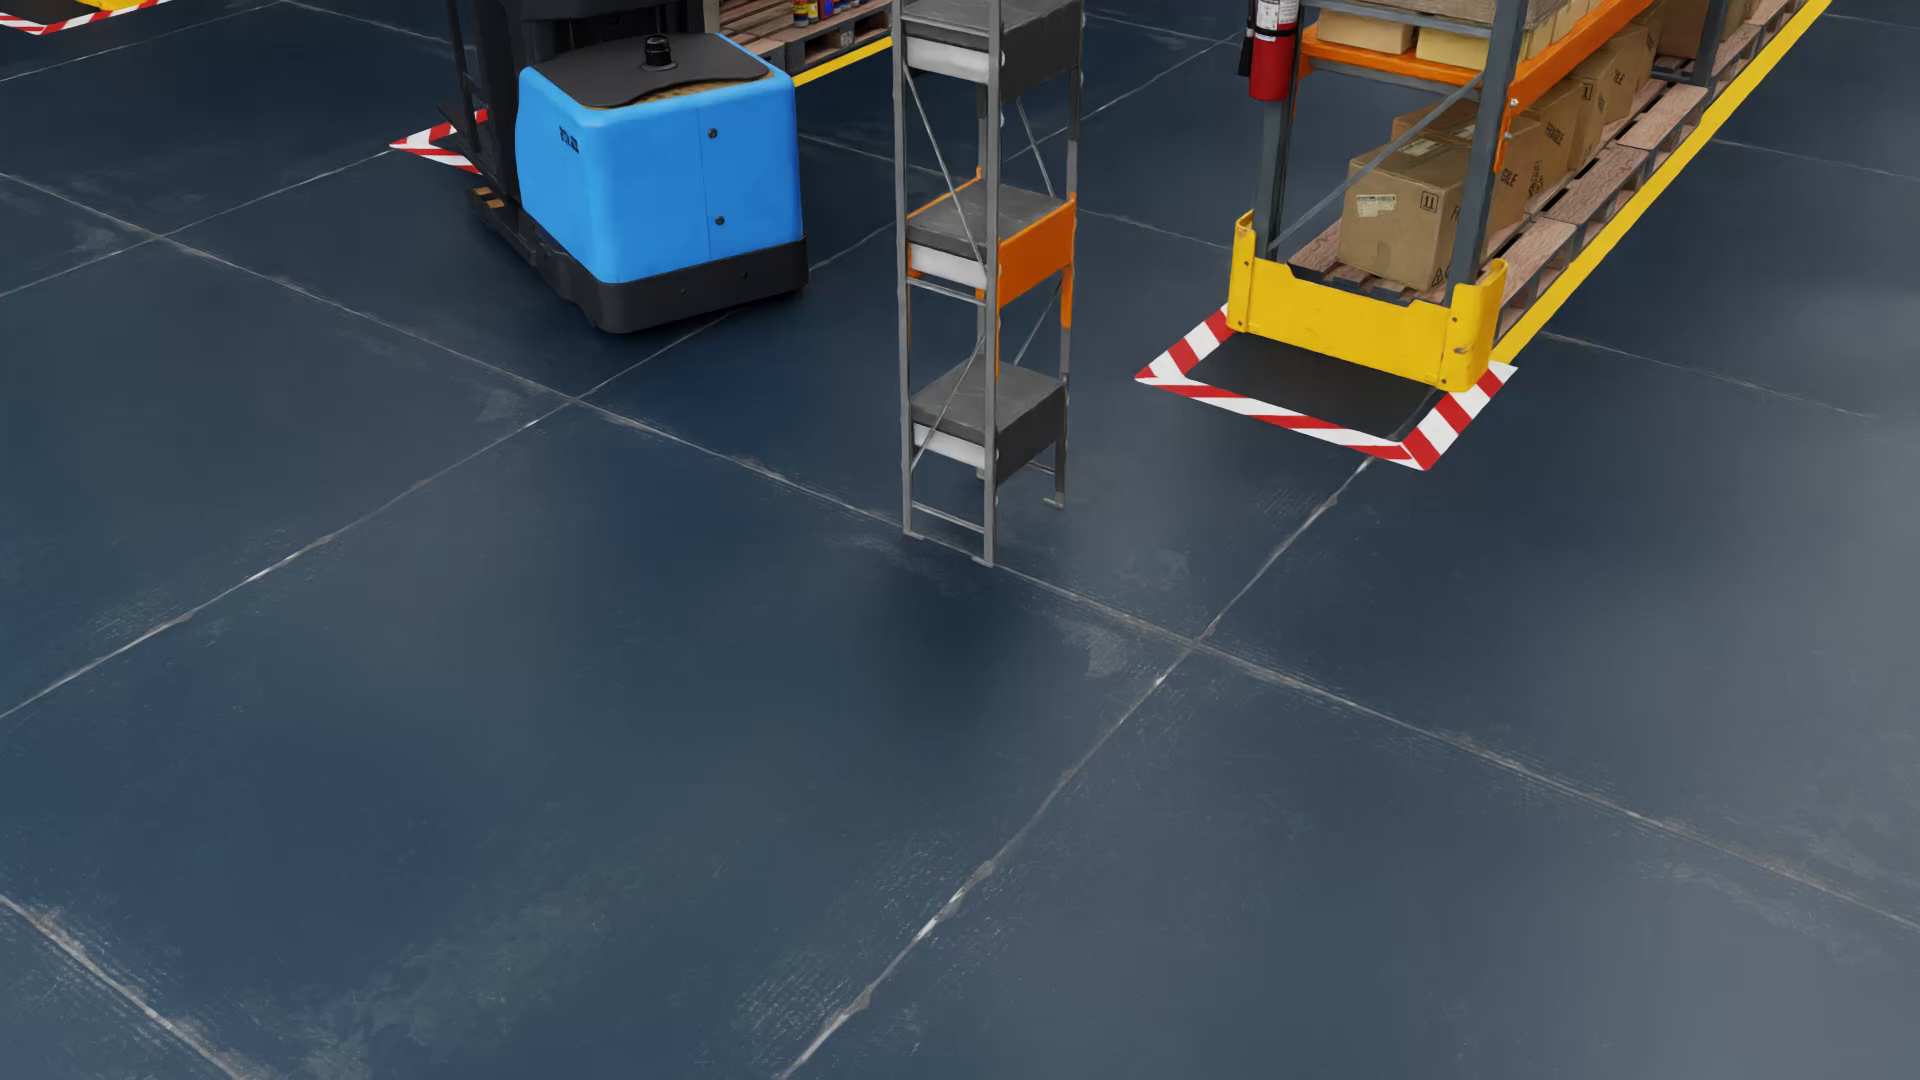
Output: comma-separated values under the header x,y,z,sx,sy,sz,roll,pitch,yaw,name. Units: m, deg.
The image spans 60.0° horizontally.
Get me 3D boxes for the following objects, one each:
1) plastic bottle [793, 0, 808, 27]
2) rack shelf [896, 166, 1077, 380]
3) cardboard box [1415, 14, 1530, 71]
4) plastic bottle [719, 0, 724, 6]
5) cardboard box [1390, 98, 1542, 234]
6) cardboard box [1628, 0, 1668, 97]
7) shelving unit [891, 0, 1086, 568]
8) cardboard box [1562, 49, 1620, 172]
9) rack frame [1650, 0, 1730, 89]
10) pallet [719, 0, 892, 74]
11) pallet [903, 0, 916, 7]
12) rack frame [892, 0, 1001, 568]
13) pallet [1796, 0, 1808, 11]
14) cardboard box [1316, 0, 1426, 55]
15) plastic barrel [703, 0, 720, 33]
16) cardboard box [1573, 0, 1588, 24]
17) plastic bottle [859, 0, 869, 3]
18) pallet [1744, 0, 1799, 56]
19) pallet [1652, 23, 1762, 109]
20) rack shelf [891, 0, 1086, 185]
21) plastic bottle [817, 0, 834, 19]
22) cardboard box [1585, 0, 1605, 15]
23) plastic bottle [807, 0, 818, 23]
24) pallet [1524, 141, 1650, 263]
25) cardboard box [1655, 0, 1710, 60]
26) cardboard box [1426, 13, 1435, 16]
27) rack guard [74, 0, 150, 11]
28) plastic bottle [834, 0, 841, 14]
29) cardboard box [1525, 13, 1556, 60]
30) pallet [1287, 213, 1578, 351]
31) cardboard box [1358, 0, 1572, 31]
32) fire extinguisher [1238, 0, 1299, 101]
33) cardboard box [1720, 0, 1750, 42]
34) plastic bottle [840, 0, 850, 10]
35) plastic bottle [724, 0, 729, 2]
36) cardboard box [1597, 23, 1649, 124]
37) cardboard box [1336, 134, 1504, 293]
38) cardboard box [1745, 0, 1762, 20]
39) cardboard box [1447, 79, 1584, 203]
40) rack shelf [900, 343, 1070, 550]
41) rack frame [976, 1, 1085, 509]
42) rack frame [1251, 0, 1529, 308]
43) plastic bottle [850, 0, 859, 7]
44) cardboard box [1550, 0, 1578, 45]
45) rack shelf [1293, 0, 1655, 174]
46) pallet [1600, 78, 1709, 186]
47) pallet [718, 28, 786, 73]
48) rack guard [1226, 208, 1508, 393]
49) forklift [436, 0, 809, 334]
x,y,z,sx,sy,sz,roll,pitch,yaw,name
-1.033,-3.464,10.737,0.097,0.271,0.097,0,34,0,plastic bottle
0.094,-0.935,5.782,0.431,0.518,0.480,21,39,28,rack shelf
2.104,-2.046,6.822,0.380,0.149,0.250,21,39,28,cardboard box
-1.636,-3.685,11.127,0.097,0.201,0.097,0,34,0,plastic bottle
2.428,-1.801,8.093,0.500,0.500,0.500,-25,41,-32,cardboard box
3.766,-2.903,9.721,0.500,0.500,0.500,20,39,27,cardboard box
0.094,-0.946,5.774,0.431,2.100,0.503,21,39,28,shelving unit
3.156,-2.326,8.868,0.500,0.500,0.500,18,38,24,cardboard box
4.027,-3.936,9.392,1.000,3.000,0.127,21,39,28,rack frame
-1.154,-3.503,11.242,1.003,0.211,1.213,21,39,28,pallet
-0.459,-4.067,12.075,1.003,0.211,1.213,21,39,28,pallet
-0.045,-0.834,5.608,0.400,2.100,0.015,21,39,28,rack frame
5.861,-4.262,12.364,1.003,0.211,1.213,21,39,28,pallet
1.739,-2.188,7.032,0.380,0.149,0.250,21,39,28,cardboard box
-1.725,-3.378,10.414,0.421,0.512,0.421,0,34,0,plastic barrel
2.543,-2.387,7.326,0.380,0.149,0.250,21,39,28,cardboard box
-0.665,-3.761,11.176,0.097,0.271,0.097,0,34,0,plastic bottle
5.164,-3.703,11.537,1.003,0.211,1.213,21,39,28,pallet
4.469,-3.139,10.704,1.003,0.211,1.213,21,39,28,pallet
0.094,-1.515,5.390,0.431,0.518,0.480,21,39,28,rack shelf
-0.889,-3.567,10.879,0.061,0.283,0.133,22,40,29,plastic bottle
2.691,-2.499,7.493,0.380,0.149,0.250,21,39,28,cardboard box
-0.974,-3.482,10.827,0.097,0.201,0.097,0,34,0,plastic bottle
2.978,-1.896,8.866,1.003,0.211,1.213,21,39,28,pallet
4.394,-3.358,10.377,0.700,0.500,0.500,18,38,25,cardboard box
1.882,-2.303,7.202,0.380,0.149,0.250,21,39,28,cardboard box
-6.404,-4.214,12.035,1.175,0.500,0.348,21,39,28,rack guard
-0.838,-3.621,10.970,0.097,0.271,0.097,0,34,0,plastic bottle
2.263,-2.155,6.983,0.380,0.149,0.250,21,39,28,cardboard box
2.282,-1.337,8.039,1.003,0.211,1.213,21,39,28,pallet
2.082,-2.504,6.920,0.875,0.500,0.500,21,39,28,cardboard box
1.302,-2.157,6.831,0.296,0.674,0.183,21,39,28,fire extinguisher
4.682,-3.572,10.692,0.700,0.500,0.500,21,39,28,cardboard box
-0.781,-3.668,11.038,0.097,0.271,0.097,0,34,0,plastic bottle
-1.584,-3.779,11.192,0.061,0.283,0.133,22,40,29,plastic bottle
3.445,-2.637,9.328,0.500,0.500,0.500,-23,40,-30,cardboard box
2.116,-1.515,7.670,0.500,0.500,0.500,-29,43,-35,cardboard box
5.001,-3.829,11.073,0.700,0.500,0.500,18,38,24,cardboard box
2.801,-2.083,8.510,0.500,0.500,0.500,25,42,32,cardboard box
0.094,-0.355,6.174,0.431,0.518,0.480,21,39,28,rack shelf
0.234,-1.058,5.940,0.400,2.100,0.015,21,39,28,rack frame
1.746,-2.095,6.670,1.000,3.000,0.127,21,39,28,rack frame
-0.724,-3.684,11.125,0.097,0.201,0.097,0,34,0,plastic bottle
2.417,-2.265,7.146,0.380,0.149,0.250,21,39,28,cardboard box
2.886,-2.717,8.233,1.077,0.370,4.000,21,39,28,rack shelf
3.673,-2.460,9.699,1.003,0.211,1.213,21,39,28,pallet
-1.851,-2.944,10.415,1.003,0.211,1.213,21,39,28,pallet
1.789,-1.094,7.422,1.175,0.500,0.348,21,39,28,rack guard
-1.932,-2.936,7.975,1.130,2.935,3.031,-19,39,-26,forklift
